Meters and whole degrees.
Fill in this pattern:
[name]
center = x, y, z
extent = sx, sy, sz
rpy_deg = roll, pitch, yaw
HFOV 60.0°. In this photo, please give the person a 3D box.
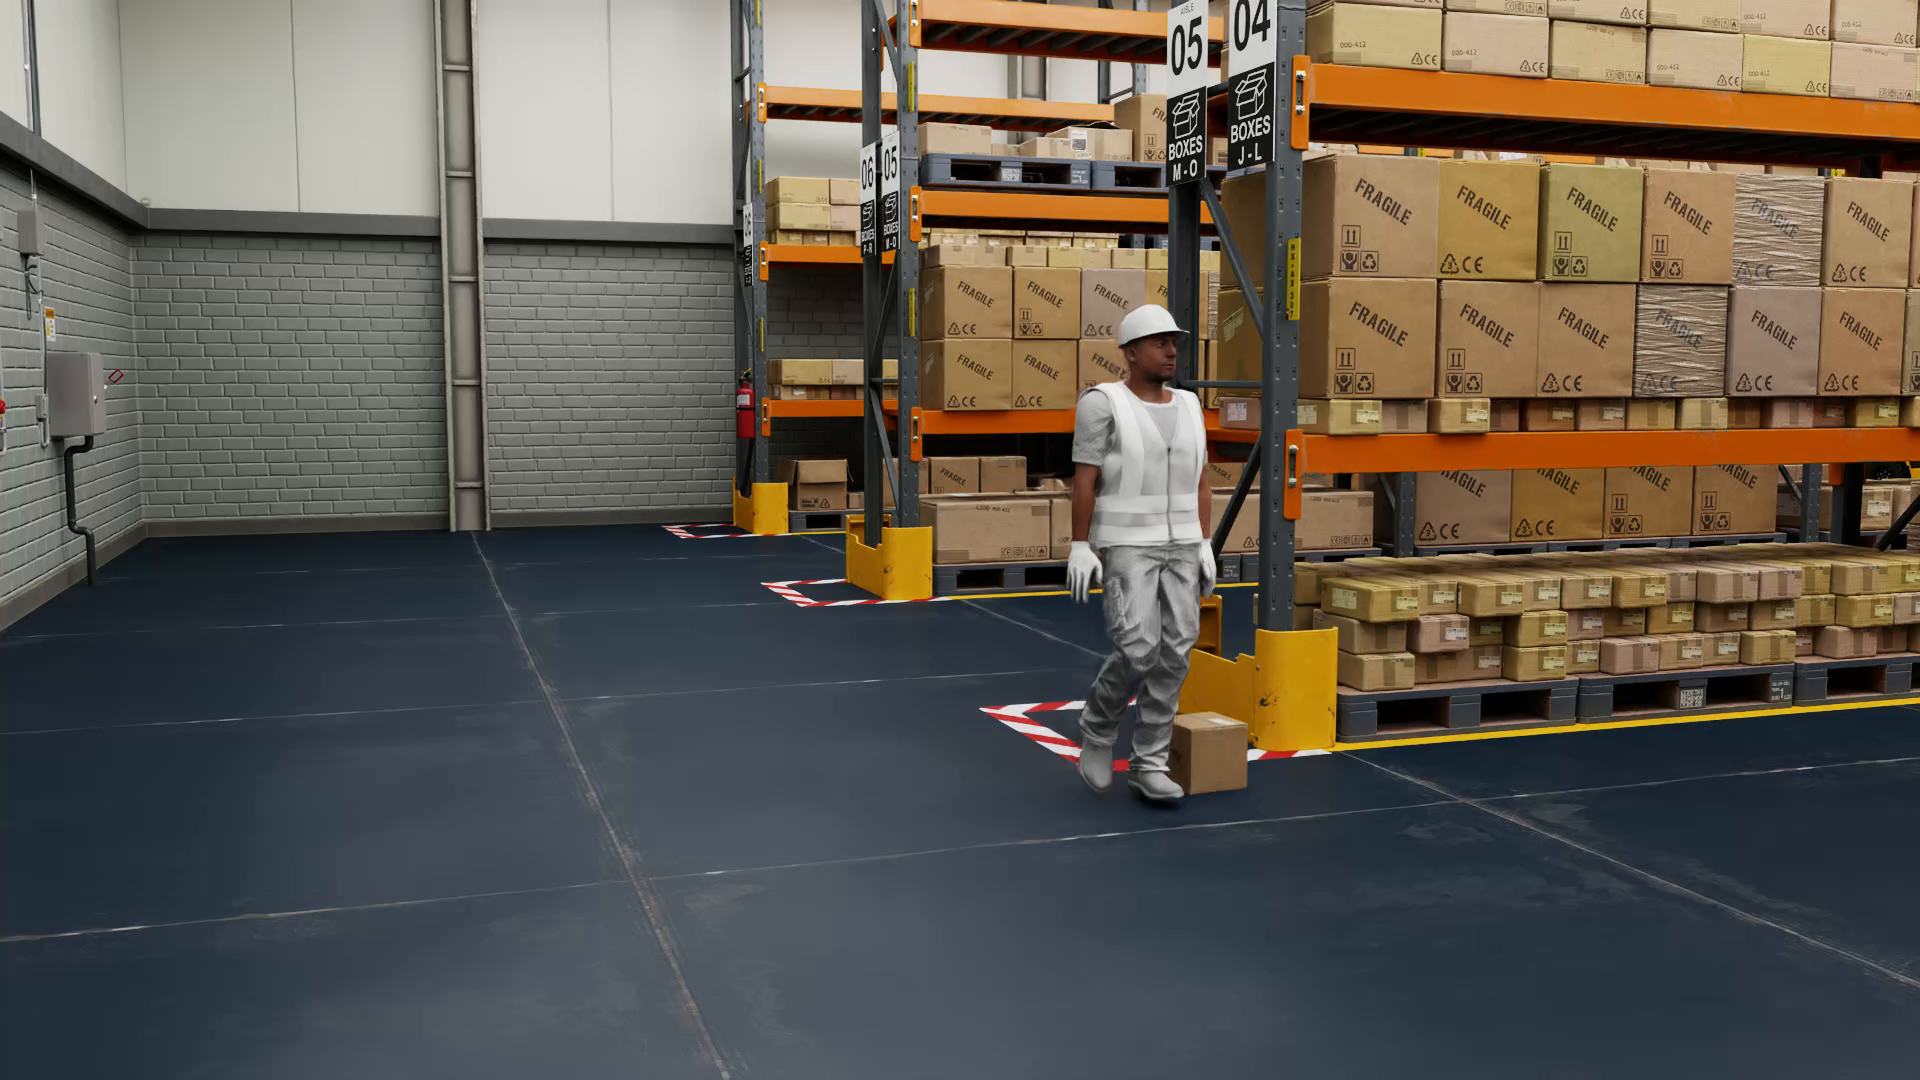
[person]
center = 0.685, 0.040, 5.998
extent = 0.609, 1.771, 0.467
rpy_deg = -3, 6, -26
